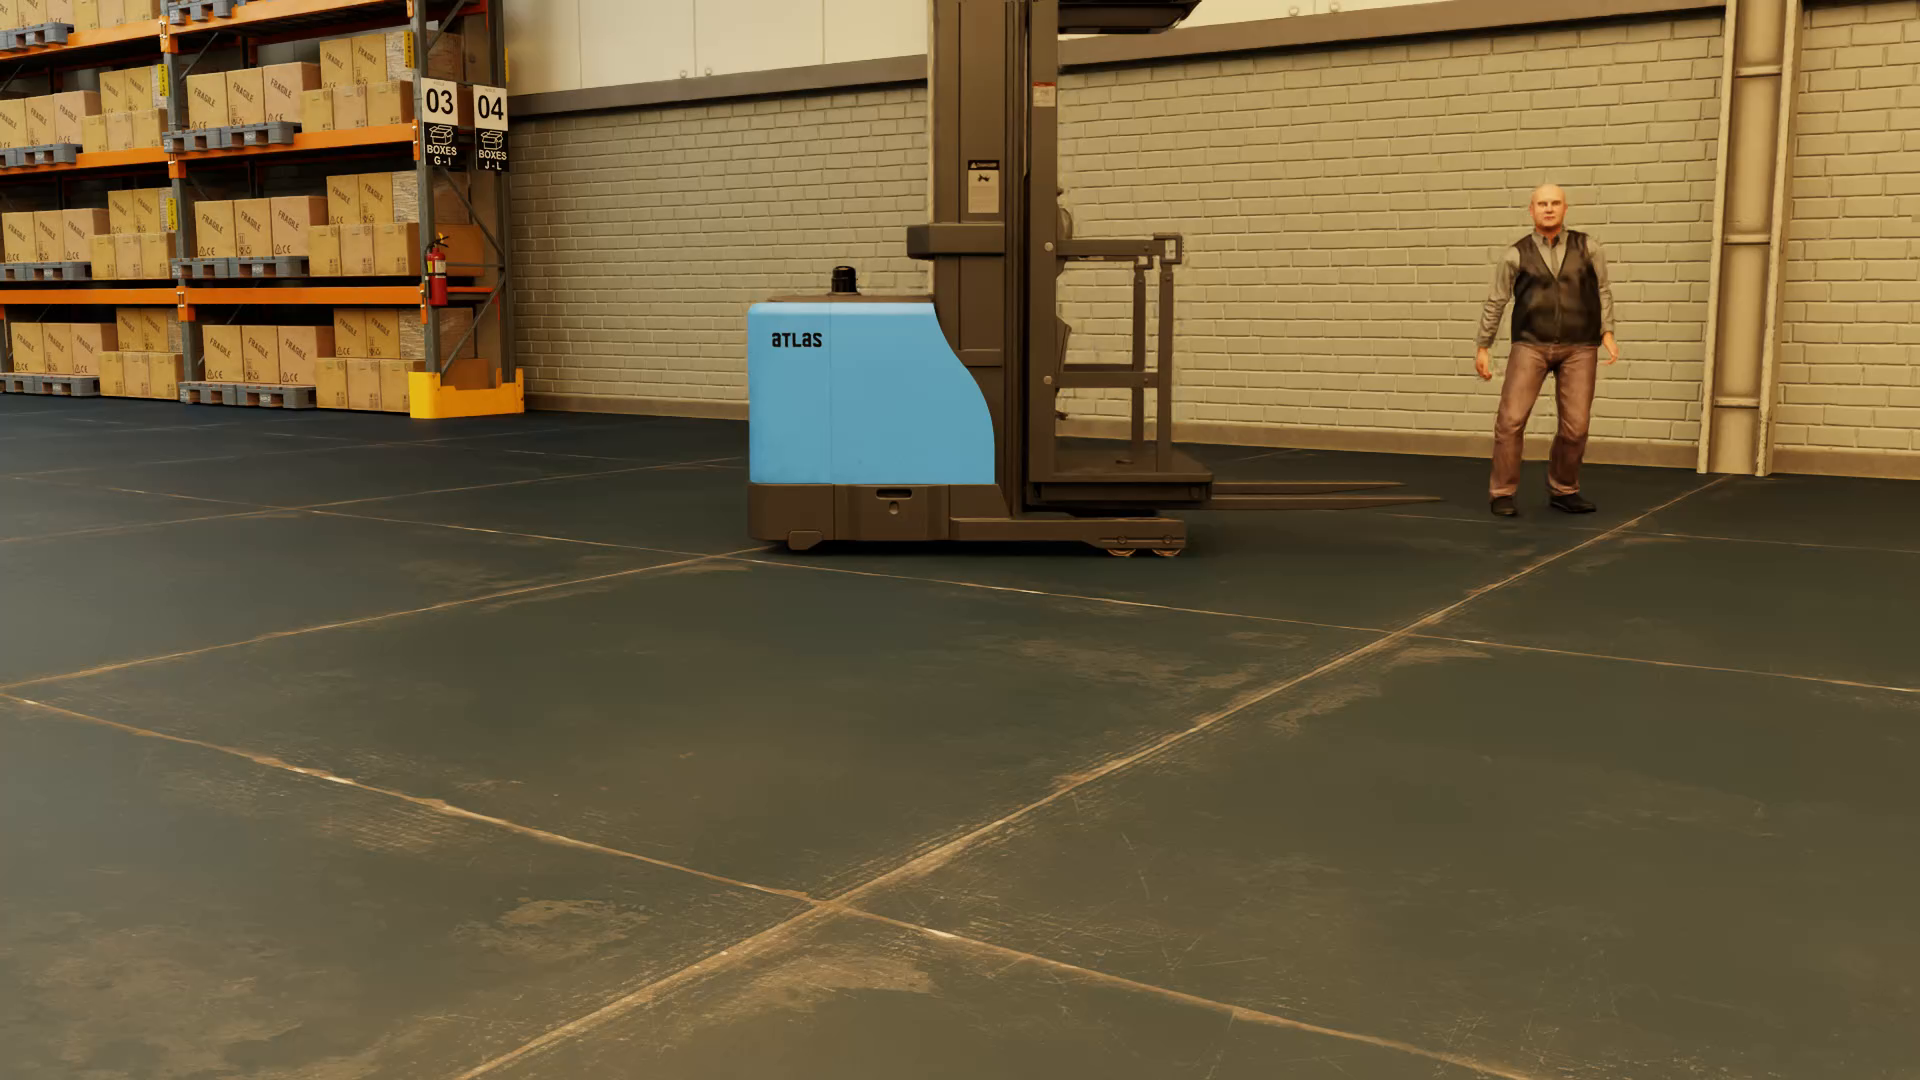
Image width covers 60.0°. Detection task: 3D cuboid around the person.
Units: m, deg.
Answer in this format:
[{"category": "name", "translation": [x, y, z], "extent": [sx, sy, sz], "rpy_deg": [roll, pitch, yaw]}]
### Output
[{"category": "person", "translation": [2.982, -0.954, 8.460], "extent": [0.689, 1.694, 0.495], "rpy_deg": [2, 8, 16]}]

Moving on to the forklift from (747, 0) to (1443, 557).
[{"category": "forklift", "translation": [0.597, -1.453, 7.412], "extent": [3.031, 2.935, 1.130], "rpy_deg": [0, 8, 0]}]
